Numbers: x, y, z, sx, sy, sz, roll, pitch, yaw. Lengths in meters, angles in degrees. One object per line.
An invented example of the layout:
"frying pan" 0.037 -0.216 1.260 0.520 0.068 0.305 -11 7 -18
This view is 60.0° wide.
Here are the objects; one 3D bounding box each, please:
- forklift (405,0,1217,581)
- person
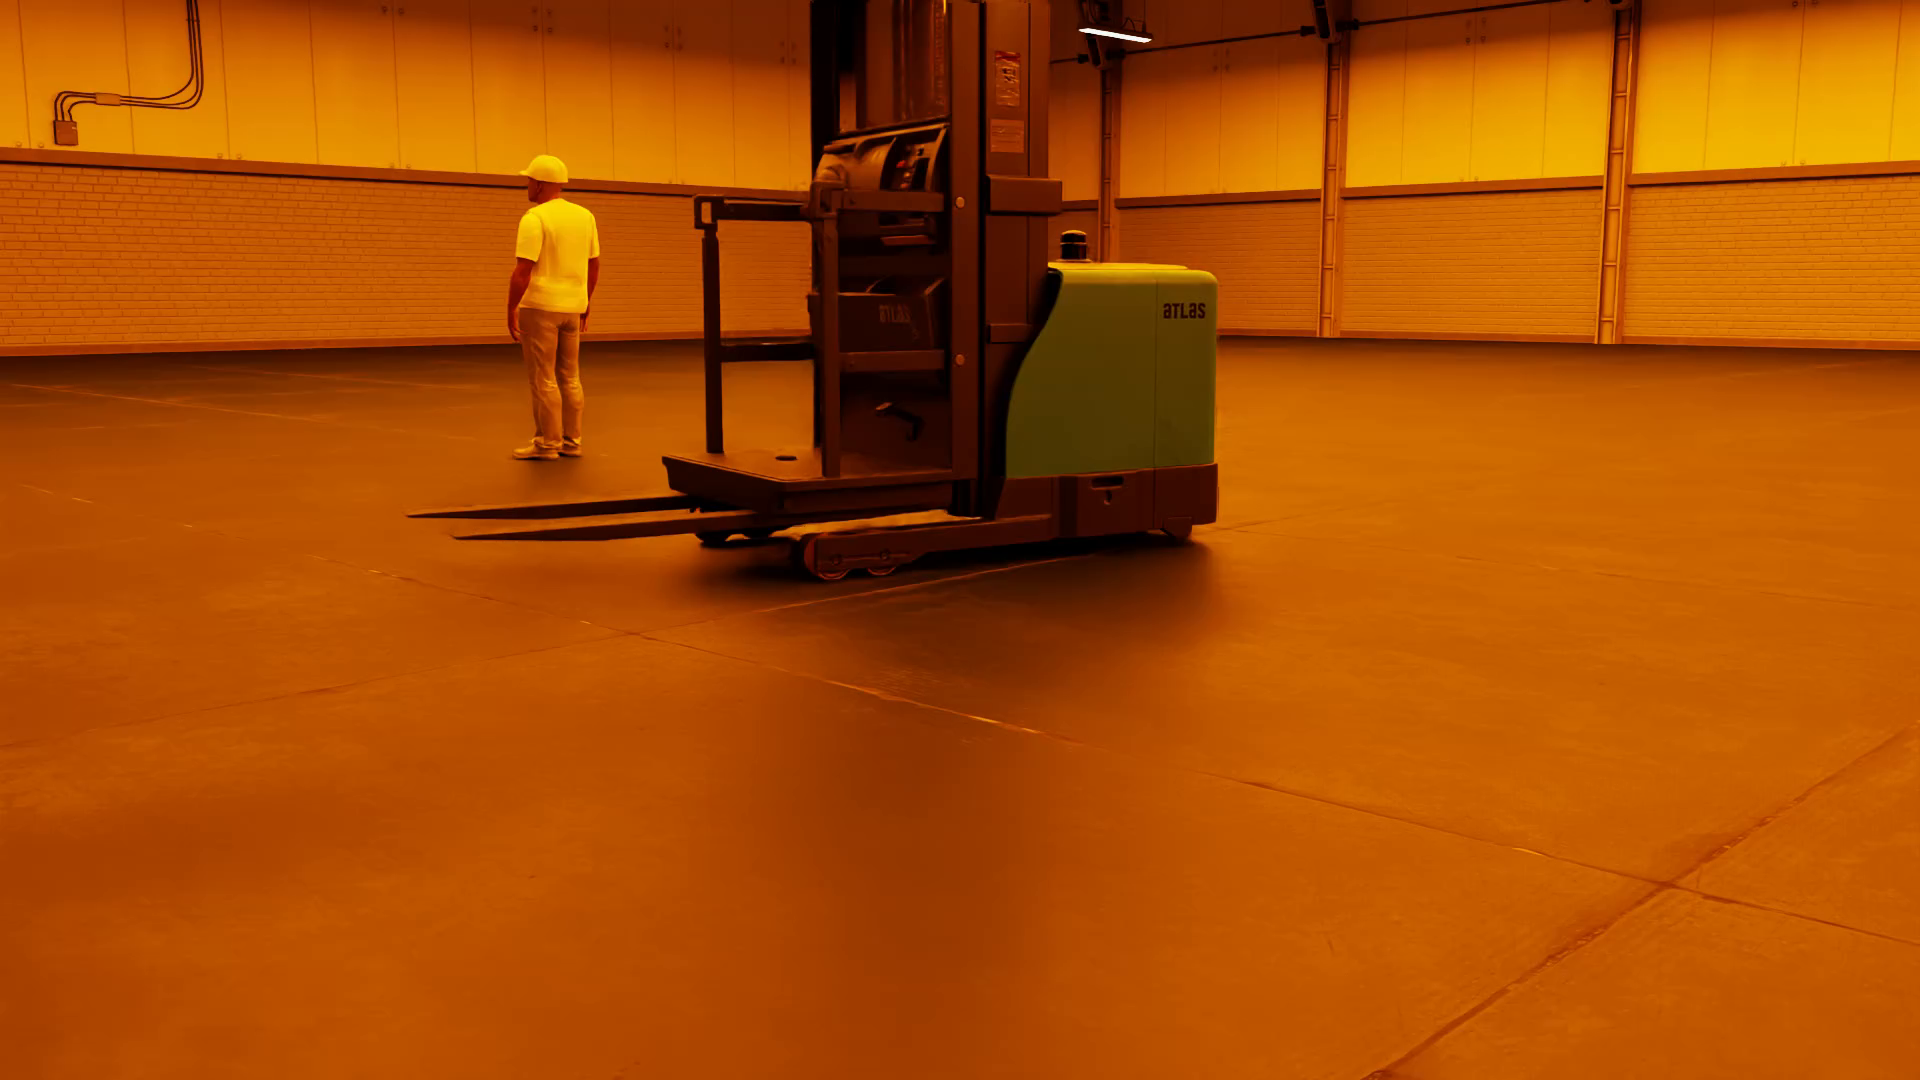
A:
"forklift" -0.485 -1.397 6.149 3.031 2.935 1.130 -5 10 -32
"person" -2.457 -1.361 9.830 0.543 1.766 0.663 5 10 32
